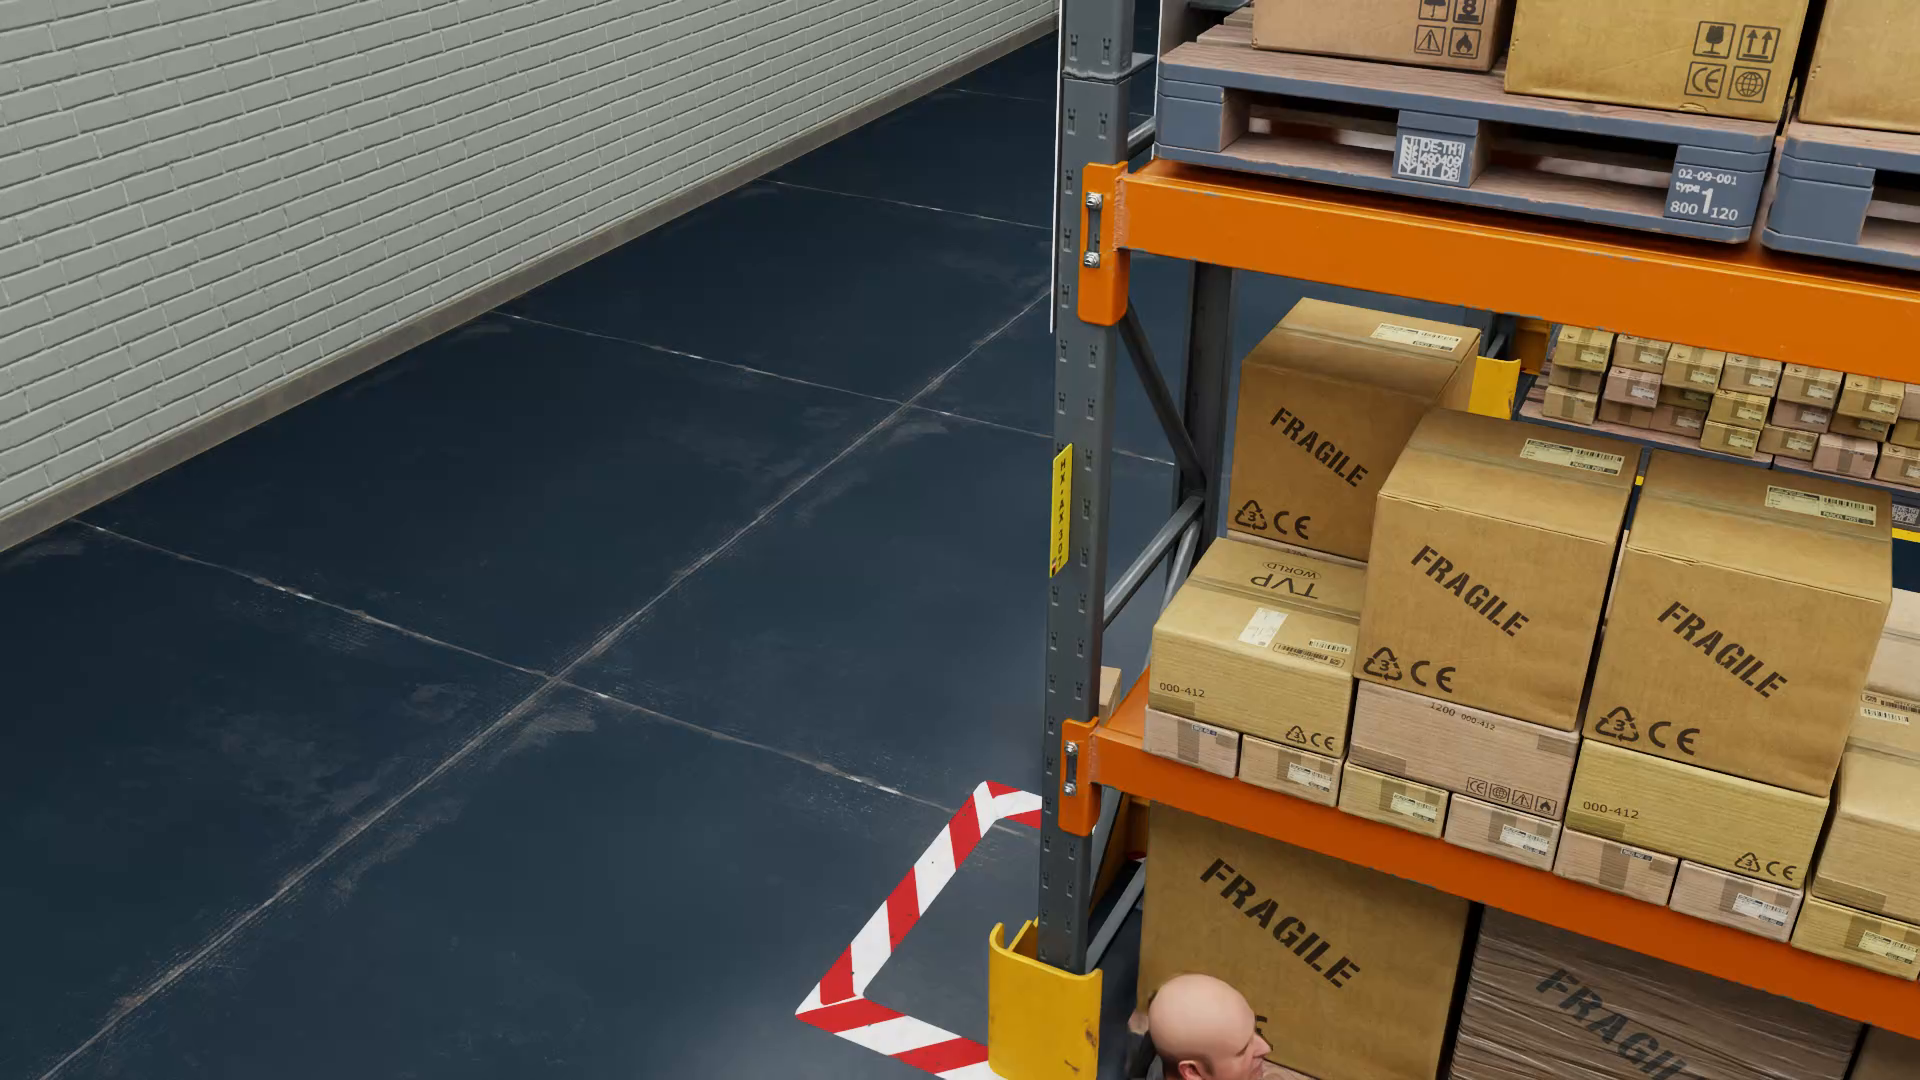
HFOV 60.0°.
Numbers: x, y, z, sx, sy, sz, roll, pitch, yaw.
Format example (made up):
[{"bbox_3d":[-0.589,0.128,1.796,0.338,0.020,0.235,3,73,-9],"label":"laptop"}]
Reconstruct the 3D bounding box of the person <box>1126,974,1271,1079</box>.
[{"bbox_3d":[0.482,1.555,3.432,1.046,1.666,0.574,13,32,21],"label":"person"}]
